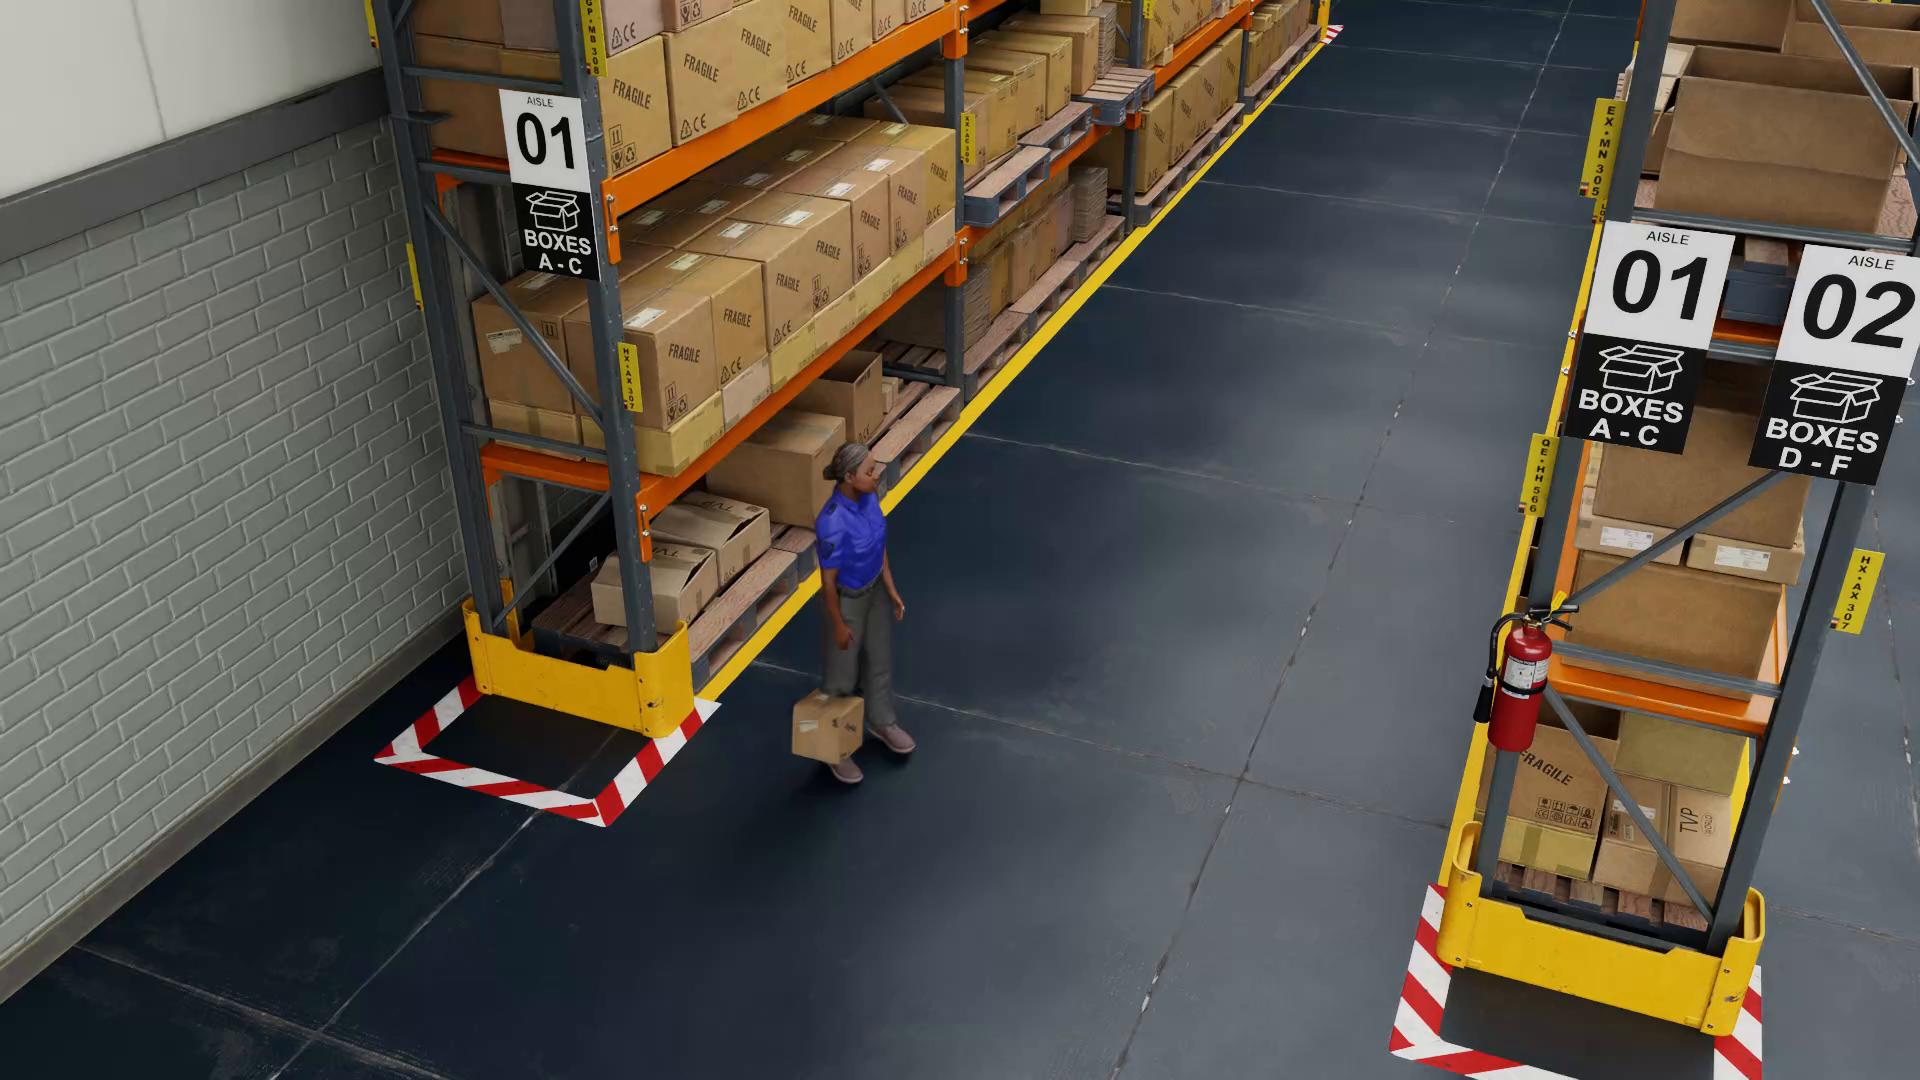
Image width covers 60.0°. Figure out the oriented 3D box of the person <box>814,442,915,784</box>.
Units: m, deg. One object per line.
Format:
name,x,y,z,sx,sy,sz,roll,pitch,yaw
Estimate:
person,-0.462,0.331,7.775,0.441,1.668,0.502,14,33,23
